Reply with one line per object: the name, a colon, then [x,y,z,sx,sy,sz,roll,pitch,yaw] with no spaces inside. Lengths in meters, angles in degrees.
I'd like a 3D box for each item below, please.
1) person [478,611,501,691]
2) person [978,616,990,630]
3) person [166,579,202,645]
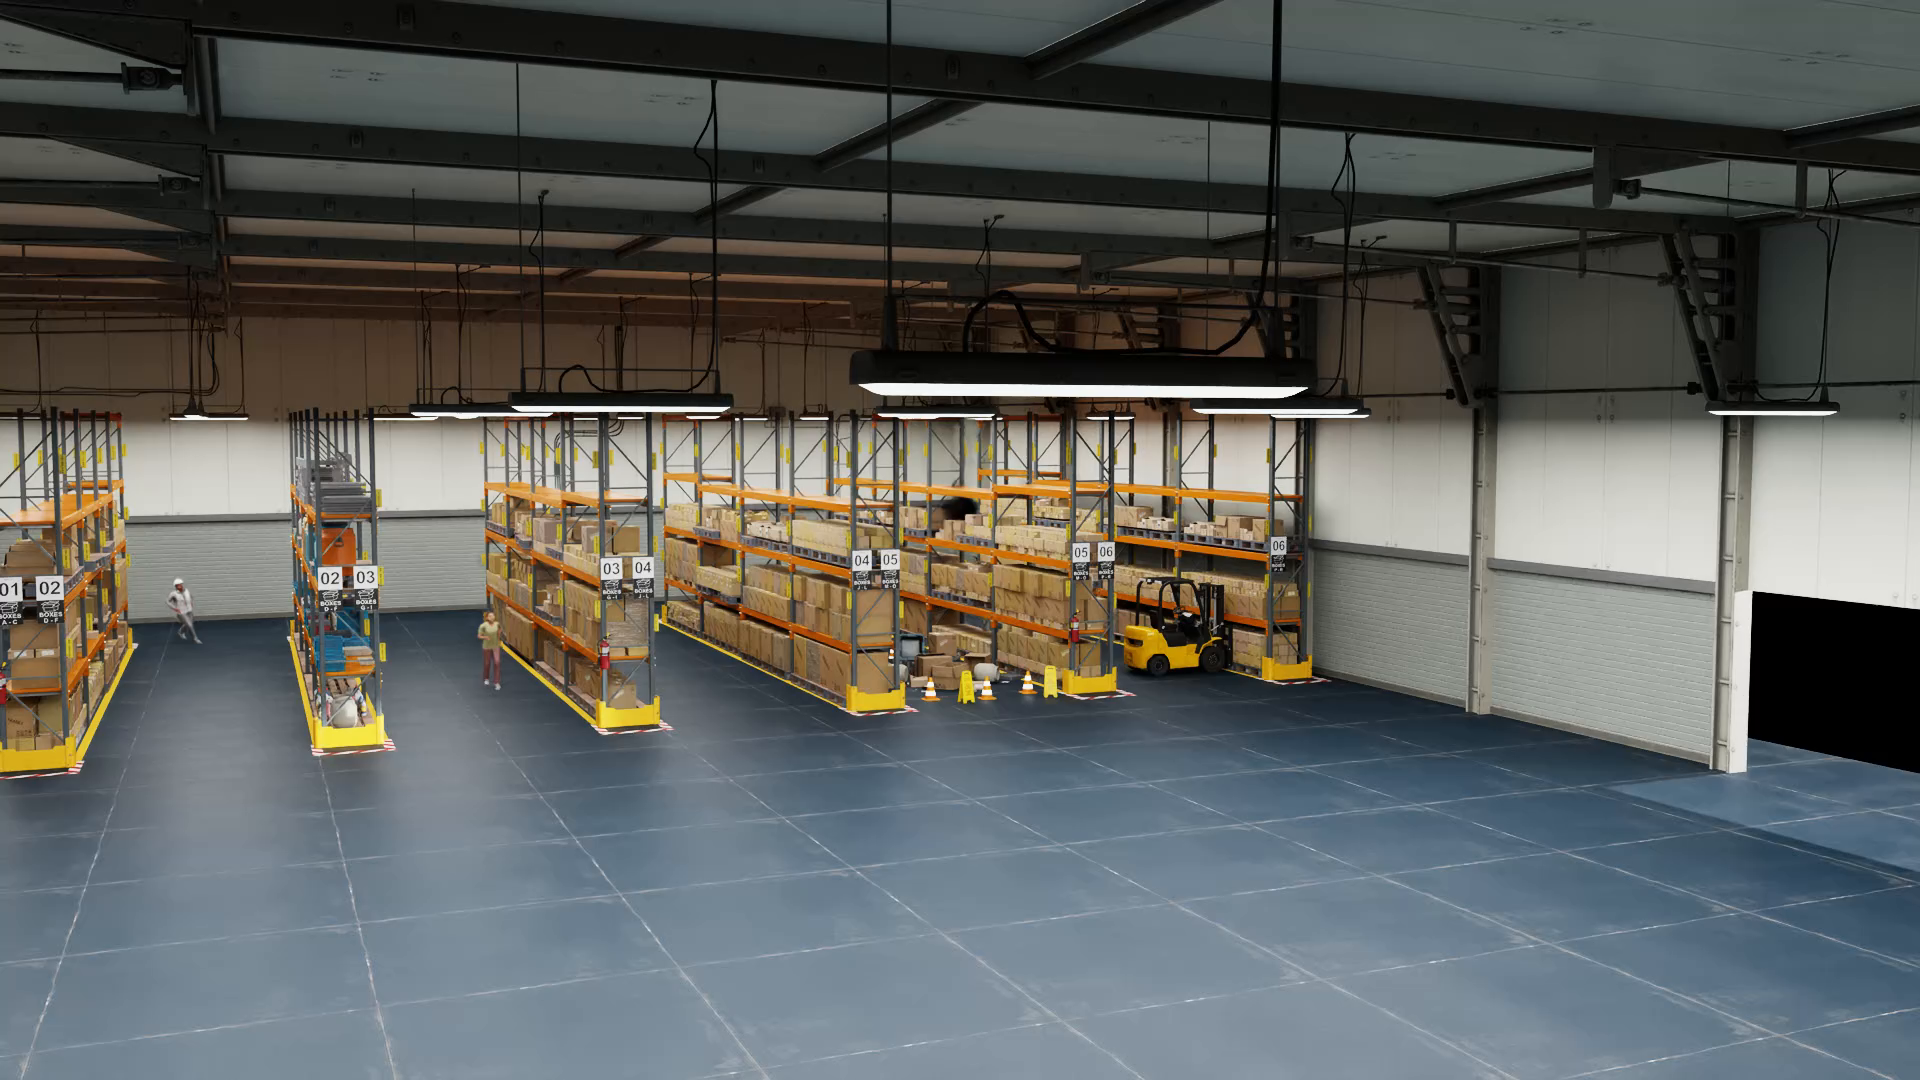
person: [-10.166,2.362,35.963,0.529,1.696,0.887,-2,4,-24]
person: [0.650,1.630,46.119,0.700,1.739,0.566,-2,5,-31]
person: [-20.172,1.860,43.046,0.880,1.728,0.689,2,4,26]
